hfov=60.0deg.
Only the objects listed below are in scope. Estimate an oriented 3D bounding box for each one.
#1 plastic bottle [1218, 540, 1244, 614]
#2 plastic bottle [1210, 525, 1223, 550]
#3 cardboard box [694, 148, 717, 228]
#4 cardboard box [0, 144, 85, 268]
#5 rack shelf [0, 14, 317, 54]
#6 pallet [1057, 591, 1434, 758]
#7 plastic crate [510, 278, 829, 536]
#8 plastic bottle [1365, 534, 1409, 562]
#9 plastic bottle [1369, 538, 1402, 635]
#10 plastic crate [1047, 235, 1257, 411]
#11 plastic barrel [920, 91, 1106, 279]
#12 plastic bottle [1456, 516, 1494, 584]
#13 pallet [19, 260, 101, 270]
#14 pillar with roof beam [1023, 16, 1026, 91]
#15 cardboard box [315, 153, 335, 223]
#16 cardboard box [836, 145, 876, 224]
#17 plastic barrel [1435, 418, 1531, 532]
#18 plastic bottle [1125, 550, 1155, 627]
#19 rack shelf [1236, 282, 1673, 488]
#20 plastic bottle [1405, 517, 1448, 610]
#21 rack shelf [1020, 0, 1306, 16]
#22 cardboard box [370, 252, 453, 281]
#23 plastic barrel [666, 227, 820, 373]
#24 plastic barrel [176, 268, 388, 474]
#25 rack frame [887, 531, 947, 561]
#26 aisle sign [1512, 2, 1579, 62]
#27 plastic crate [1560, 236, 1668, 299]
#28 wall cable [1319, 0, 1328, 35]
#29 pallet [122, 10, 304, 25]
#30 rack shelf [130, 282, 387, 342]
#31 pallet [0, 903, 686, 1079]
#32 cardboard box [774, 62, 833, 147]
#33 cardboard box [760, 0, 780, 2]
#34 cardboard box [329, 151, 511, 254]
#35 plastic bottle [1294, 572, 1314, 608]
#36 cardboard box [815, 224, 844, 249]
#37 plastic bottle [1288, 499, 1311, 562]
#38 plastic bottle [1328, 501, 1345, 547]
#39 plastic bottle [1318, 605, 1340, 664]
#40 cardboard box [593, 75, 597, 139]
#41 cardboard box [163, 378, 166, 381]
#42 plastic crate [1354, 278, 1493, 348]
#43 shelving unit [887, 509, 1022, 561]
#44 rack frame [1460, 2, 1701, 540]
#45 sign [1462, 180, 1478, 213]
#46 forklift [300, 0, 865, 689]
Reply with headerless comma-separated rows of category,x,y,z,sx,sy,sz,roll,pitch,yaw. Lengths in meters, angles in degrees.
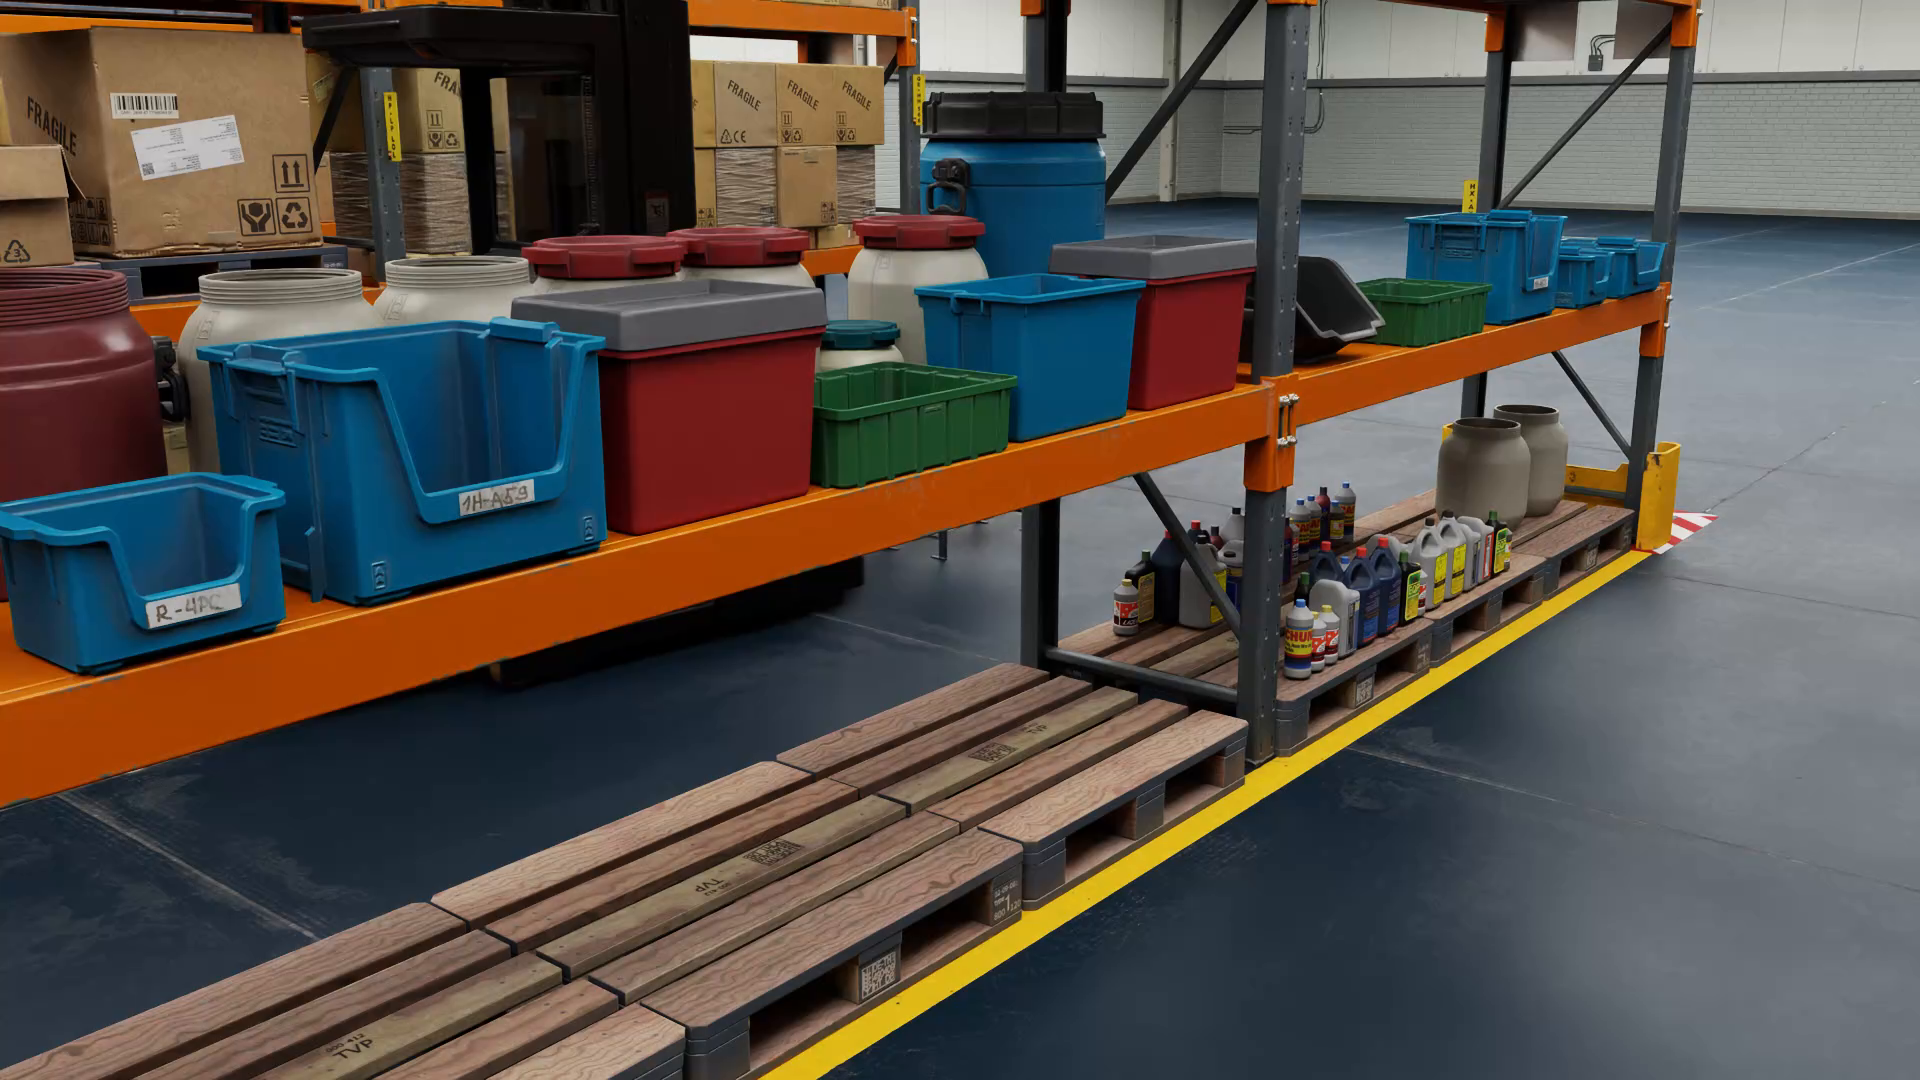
plastic bottle,1.080,0.146,6.595,0.152,0.276,0.135,11,18,38
plastic bottle,1.019,0.086,6.814,0.061,0.283,0.133,13,19,41
cardboard box,-1.950,-2.101,9.995,0.875,0.500,0.500,11,18,38
cardboard box,-4.222,-1.448,7.169,0.797,0.503,0.637,14,20,43
rack shelf,-5.742,-3.816,12.922,1.077,0.370,4.000,11,18,38
pallet,1.102,0.455,6.404,1.003,0.211,1.213,11,18,38
plastic crate,-0.612,-0.302,3.588,0.402,0.464,0.583,11,18,38
plastic bottle,1.733,0.106,6.751,0.152,0.276,0.135,11,18,38
plastic bottle,1.597,0.170,6.350,0.144,0.351,0.185,10,18,35
plastic crate,0.582,-0.666,5.021,0.402,0.464,0.583,11,18,38
plastic barrel,0.169,-0.990,5.411,0.600,0.901,0.708,11,18,38
plastic bottle,2.169,0.030,7.052,0.152,0.276,0.135,11,18,38
pallet,-4.506,-1.067,7.122,1.003,0.211,1.213,11,18,38
pillar with roof beam,5.032,-11.452,35.426,9.100,9.000,0.400,11,18,38
cardboard box,-5.461,-2.892,13.611,0.875,0.550,0.550,11,18,38
cardboard box,-1.057,-2.399,11.166,0.875,0.500,0.500,11,18,38
plastic barrel,2.493,-0.305,7.929,0.421,0.512,0.421,0,14,0
plastic bottle,0.694,0.186,6.424,0.061,0.283,0.133,12,19,40
rack shelf,1.905,-0.809,7.176,1.077,0.370,4.000,11,18,38
plastic bottle,1.864,0.088,6.670,0.144,0.351,0.185,11,18,37
rack shelf,-0.609,-1.497,3.791,1.077,0.370,4.000,11,18,38
cardboard box,-2.835,-1.414,8.607,0.380,0.149,0.250,11,18,38
plastic barrel,-0.585,-0.551,4.422,0.433,0.535,0.433,0,14,0
plastic barrel,-1.386,-0.293,3.456,0.421,0.512,0.421,0,14,0
rack frame,-0.226,-0.658,8.167,0.400,1.500,0.023,11,18,38
aisle sign,2.979,-2.860,8.508,0.394,0.787,0.004,11,18,38
plastic crate,3.080,-1.326,8.054,0.499,0.251,0.616,11,18,38
wall cable,10.439,-14.151,42.099,3.097,2.526,0.112,11,18,38
pallet,-5.709,-4.126,12.862,1.003,0.211,1.213,11,18,38
rack shelf,-4.461,-0.809,7.178,1.077,0.370,4.000,11,18,38
pallet,-1.349,1.201,3.468,1.003,0.211,1.213,11,18,38
cardboard box,-1.154,-2.744,10.495,0.500,0.500,0.500,11,18,38
cardboard box,-1.436,-3.364,9.984,0.500,0.250,0.500,12,18,39
cardboard box,-2.874,-1.810,8.850,0.875,0.500,0.500,11,18,38
plastic bottle,1.288,0.253,6.158,0.061,0.283,0.133,11,18,38
cardboard box,-0.984,-1.995,10.895,0.380,0.149,0.250,11,18,38
plastic bottle,1.502,-0.048,7.366,0.097,0.271,0.097,0,14,0
plastic bottle,1.715,-0.079,7.631,0.097,0.201,0.097,0,14,0
plastic bottle,1.317,0.336,5.997,0.097,0.201,0.097,0,14,0
cardboard box,-2.096,-2.457,9.364,0.500,0.500,0.500,11,18,38
cardboard box,-6.549,-1.611,12.336,0.875,0.875,0.875,12,18,38
plastic crate,1.721,-0.888,6.457,0.450,0.188,0.662,11,18,38
shelving unit,0.004,-0.728,8.443,0.431,1.500,0.755,11,18,38
rack frame,3.162,-1.541,8.595,1.000,3.000,0.127,11,18,38
sign,2.737,-1.761,8.900,0.100,0.325,0.005,11,18,38
forklift,-1.853,-0.994,6.583,3.031,2.935,1.130,-13,19,-41
